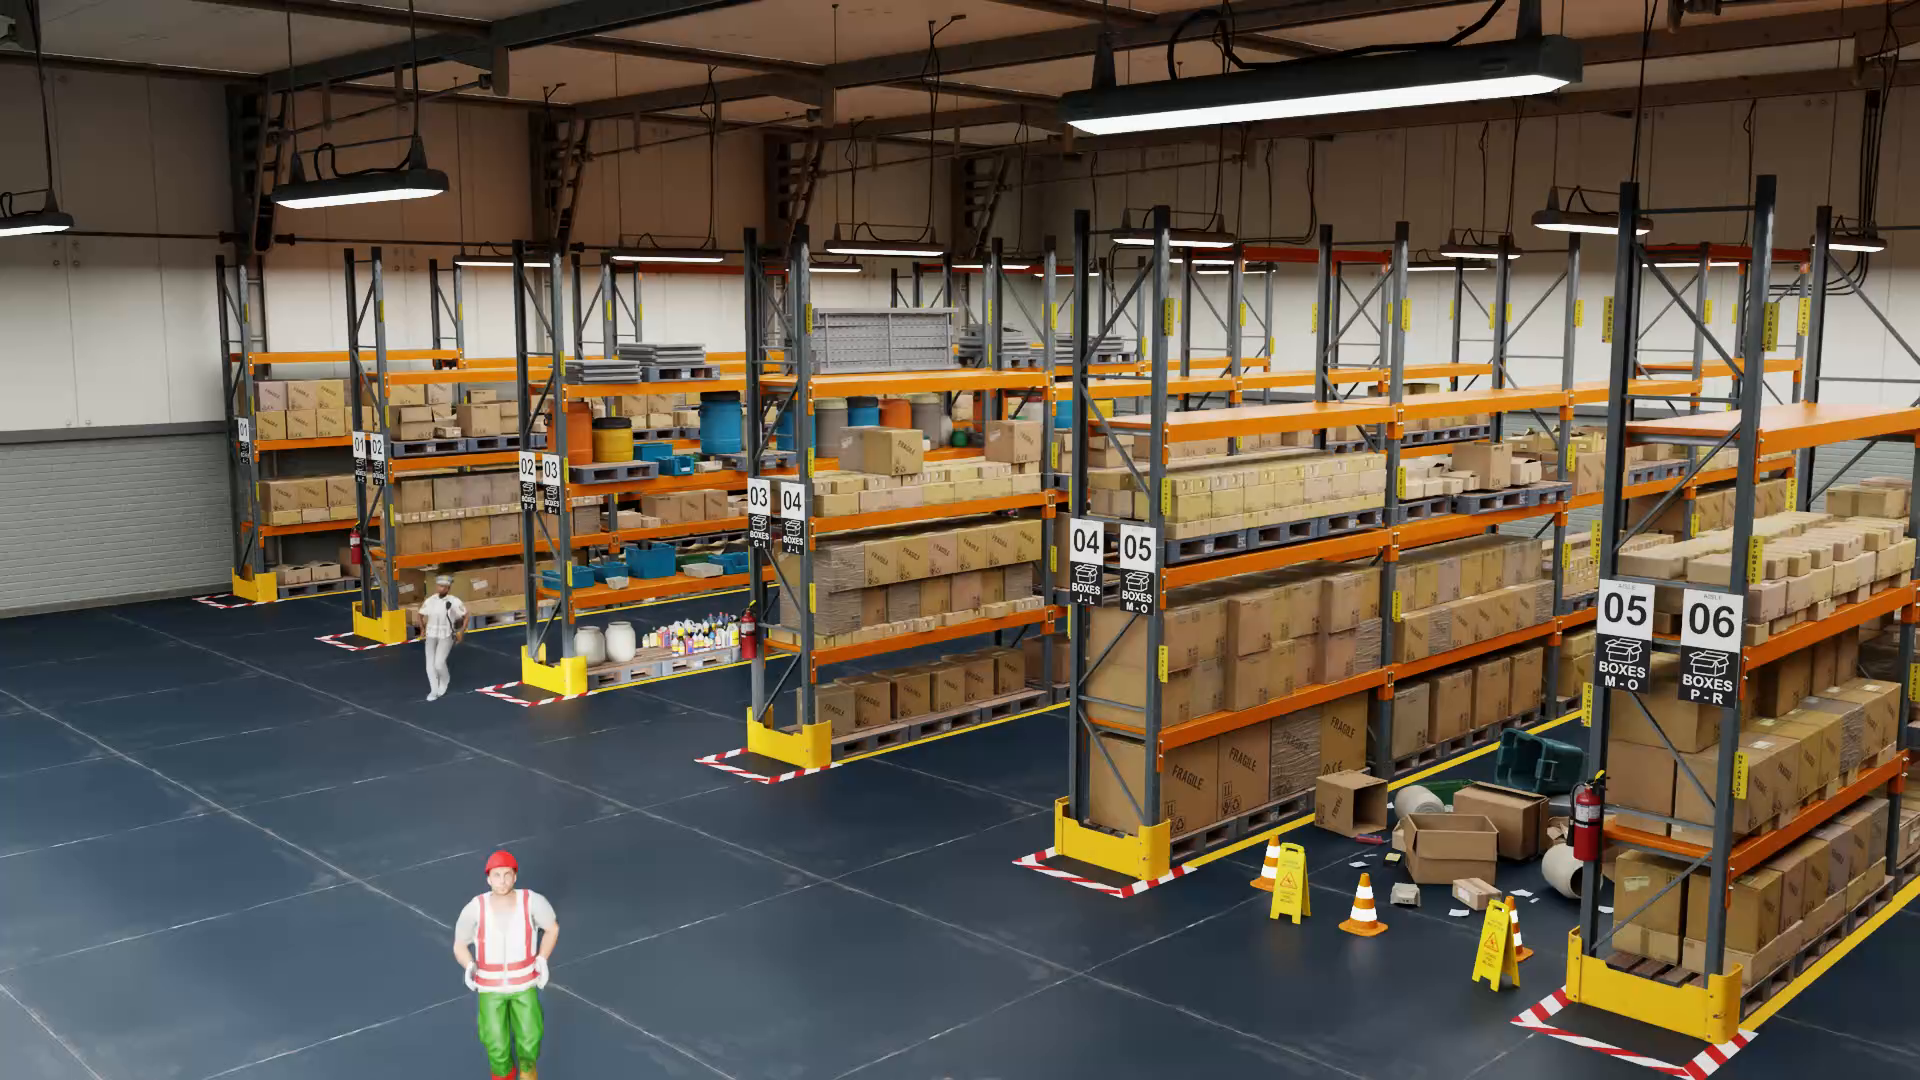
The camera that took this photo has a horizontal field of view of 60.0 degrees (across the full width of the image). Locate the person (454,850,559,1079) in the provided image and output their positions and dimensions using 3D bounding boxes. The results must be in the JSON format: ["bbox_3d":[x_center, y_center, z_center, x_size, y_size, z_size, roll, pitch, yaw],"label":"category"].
[{"bbox_3d":[-2.861,2.825,10.523,0.650,1.739,0.605,-2,8,-14],"label":"person"}]

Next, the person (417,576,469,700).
[{"bbox_3d":[-6.785,1.284,21.751,0.651,1.651,0.498,0,8,0],"label":"person"}]
